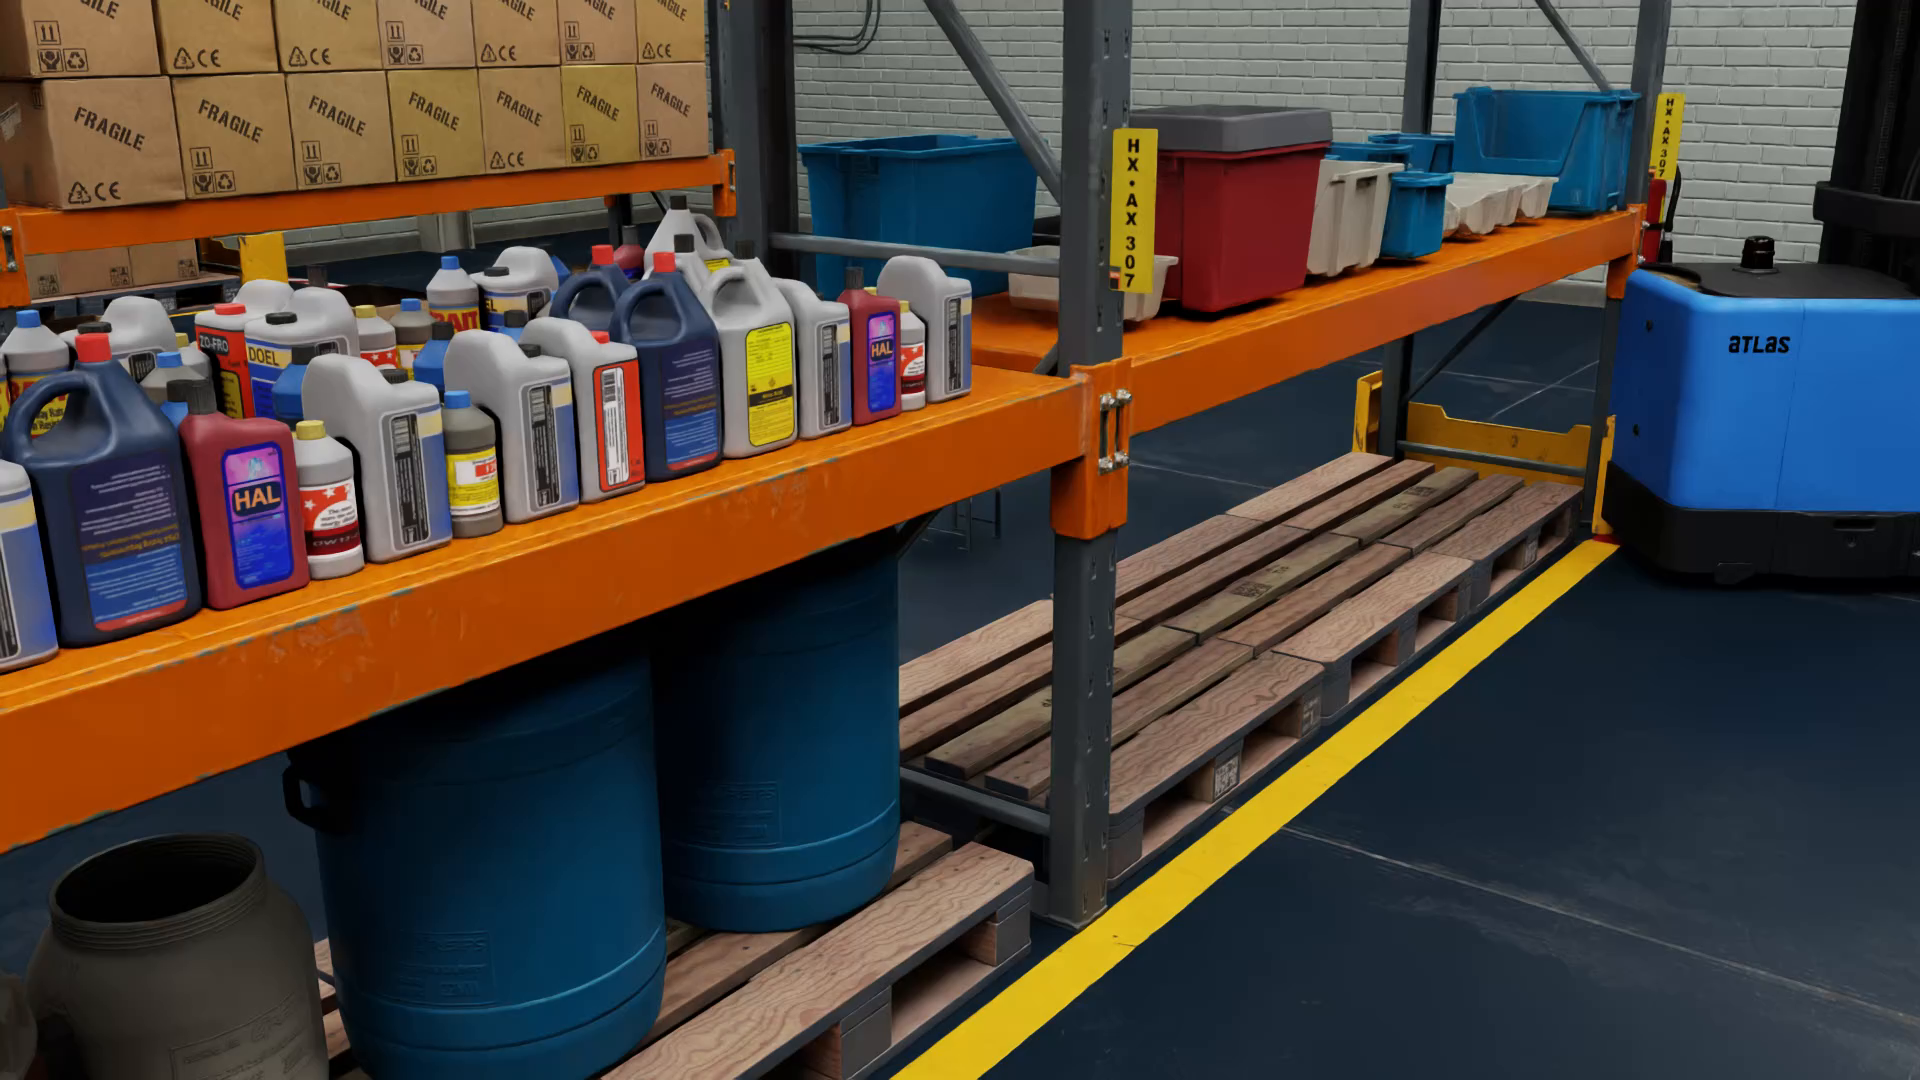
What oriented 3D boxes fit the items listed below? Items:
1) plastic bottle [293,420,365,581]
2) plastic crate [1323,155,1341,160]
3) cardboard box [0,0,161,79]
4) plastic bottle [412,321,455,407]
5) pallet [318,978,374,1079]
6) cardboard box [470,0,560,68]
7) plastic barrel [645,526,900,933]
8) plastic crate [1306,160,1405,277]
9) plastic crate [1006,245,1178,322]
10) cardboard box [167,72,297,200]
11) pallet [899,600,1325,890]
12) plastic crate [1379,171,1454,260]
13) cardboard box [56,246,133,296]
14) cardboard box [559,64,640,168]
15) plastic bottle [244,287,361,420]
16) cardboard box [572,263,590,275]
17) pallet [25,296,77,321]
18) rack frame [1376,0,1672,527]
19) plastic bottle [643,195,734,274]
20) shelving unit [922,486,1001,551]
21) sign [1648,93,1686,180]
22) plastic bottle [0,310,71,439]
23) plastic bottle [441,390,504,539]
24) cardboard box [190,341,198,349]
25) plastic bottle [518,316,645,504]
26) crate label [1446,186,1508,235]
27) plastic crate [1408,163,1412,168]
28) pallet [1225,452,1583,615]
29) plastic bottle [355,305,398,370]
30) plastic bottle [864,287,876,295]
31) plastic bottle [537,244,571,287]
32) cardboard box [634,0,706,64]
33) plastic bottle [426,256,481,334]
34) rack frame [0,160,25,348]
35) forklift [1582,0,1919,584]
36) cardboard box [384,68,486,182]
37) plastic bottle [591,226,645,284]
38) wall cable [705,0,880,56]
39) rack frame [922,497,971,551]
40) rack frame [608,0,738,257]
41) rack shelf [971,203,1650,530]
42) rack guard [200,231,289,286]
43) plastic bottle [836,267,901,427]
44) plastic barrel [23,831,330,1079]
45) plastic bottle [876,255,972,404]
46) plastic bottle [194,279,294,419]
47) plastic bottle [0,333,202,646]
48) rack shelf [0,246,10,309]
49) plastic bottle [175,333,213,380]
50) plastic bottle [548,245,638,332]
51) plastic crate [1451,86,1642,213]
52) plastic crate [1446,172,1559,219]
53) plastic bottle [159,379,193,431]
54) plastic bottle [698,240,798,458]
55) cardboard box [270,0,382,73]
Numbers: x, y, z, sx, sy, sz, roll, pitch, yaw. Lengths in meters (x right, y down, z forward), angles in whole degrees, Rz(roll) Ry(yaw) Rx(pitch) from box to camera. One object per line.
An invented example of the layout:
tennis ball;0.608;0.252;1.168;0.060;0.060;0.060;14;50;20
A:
plastic bottle;-0.850;-0.057;2.203;0.097;0.201;0.097;0;17;0
plastic crate;1.096;-1.217;5.785;0.416;0.233;0.300;12;21;35
cardboard box;-3.560;-2.093;6.572;0.500;0.500;0.500;13;22;36
plastic bottle;-0.776;-0.195;2.532;0.097;0.271;0.097;0;17;0
pallet;-1.311;1.171;2.619;1.003;0.211;1.213;12;21;35
cardboard box;-2.334;-2.584;8.153;0.500;0.500;0.500;13;22;36
plastic barrel;-0.429;0.299;3.554;0.600;0.901;0.708;12;21;35
plastic crate;0.967;-0.933;4.788;0.437;0.282;0.530;12;21;35
plastic crate;0.301;-0.618;4.019;0.396;0.136;0.243;12;21;35
cardboard box;-3.242;-1.749;7.150;0.500;0.500;0.500;13;21;36
pallet;0.316;0.520;4.712;1.003;0.211;1.213;12;21;35
plastic crate;1.274;-0.996;5.076;0.416;0.233;0.300;12;21;35
cardboard box;-6.299;-2.036;11.749;0.700;0.500;0.500;12;21;35
cardboard box;-2.038;-2.227;8.689;0.500;0.500;0.500;13;21;35
plastic bottle;-1.103;-0.280;2.796;0.152;0.276;0.135;12;21;35
cardboard box;-1.810;-1.302;9.350;0.500;0.500;0.500;12;21;35
pallet;-6.805;-1.507;11.242;1.003;0.211;1.213;12;21;35
rack frame;2.292;-1.582;6.781;1.000;3.000;0.127;12;21;35
plastic bottle;-0.585;-0.570;3.604;0.144;0.351;0.185;12;21;35
shelving unit;0.005;-0.432;6.617;0.258;0.900;0.210;12;21;35
sign;2.744;-1.567;6.456;0.100;0.325;0.005;12;21;35
plastic bottle;-1.454;-0.226;2.632;0.097;0.271;0.097;0;17;0
plastic bottle;-0.712;-0.112;2.381;0.097;0.201;0.097;0;17;0
cardboard box;-3.509;-0.796;8.041;0.500;0.311;0.500;12;21;35
plastic bottle;-0.585;-0.212;2.578;0.152;0.276;0.135;12;21;35
crate label;1.621;-1.122;5.641;0.396;0.136;0.243;12;21;35
plastic crate;1.623;-1.422;6.610;0.250;0.136;0.298;12;21;35
pallet;1.770;-0.061;6.584;1.003;0.211;1.213;12;21;35
plastic bottle;-1.098;-0.335;3.101;0.097;0.201;0.097;0;17;0
plastic bottle;-0.178;-0.401;3.313;0.097;0.201;0.097;0;17;0
plastic bottle;-0.844;-0.470;3.418;0.097;0.271;0.097;0;17;0
cardboard box;-1.728;-2.829;8.941;0.500;0.500;0.500;12;21;34
plastic bottle;-0.982;-0.415;3.240;0.097;0.271;0.097;0;17;0
rack frame;-4.067;-1.506;6.534;1.000;3.000;0.127;12;21;35
forklift;4.125;-1.347;6.138;3.031;2.935;1.130;1;17;2
cardboard box;-2.640;-1.989;7.923;0.500;0.500;0.500;12;21;34
plastic bottle;-0.732;-0.530;3.589;0.061;0.283;0.133;12;21;35
wall cable;-2.007;-5.999;16.124;3.097;2.526;0.112;12;21;35
rack frame;-0.056;-0.407;6.539;0.240;0.900;0.006;12;21;35
rack frame;-1.684;-2.458;9.602;1.000;3.000;0.127;12;21;35
rack shelf;1.100;-0.762;5.353;1.077;0.370;4.000;12;21;35
rack guard;-5.650;-2.145;12.807;1.175;0.500;0.348;12;21;35
plastic bottle;-0.168;-0.360;3.040;0.061;0.283;0.133;12;21;35
plastic barrel;-1.259;0.772;2.687;0.421;0.512;0.421;0;17;0
plastic bottle;-0.066;-0.419;3.245;0.152;0.276;0.135;12;21;35
plastic bottle;-1.225;-0.307;2.883;0.152;0.276;0.135;12;21;35
plastic bottle;-1.032;-0.067;1.984;0.144;0.351;0.185;12;21;35
rack shelf;-5.259;-0.686;5.107;1.077;0.370;4.000;12;21;35
plastic bottle;-1.316;-0.248;2.821;0.097;0.201;0.097;0;17;0
plastic bottle;-0.602;-0.311;2.769;0.144;0.351;0.185;12;21;35
plastic crate;2.243;-1.515;6.403;0.616;0.435;0.499;12;21;35
plastic crate;1.952;-1.259;6.082;0.396;0.136;0.243;12;21;35
plastic bottle;-0.978;-0.069;2.125;0.097;0.271;0.097;0;17;0
plastic bottle;-0.376;-0.329;2.829;0.144;0.351;0.185;12;21;35
cardboard box;-2.947;-2.339;7.362;0.500;0.500;0.500;12;21;33
